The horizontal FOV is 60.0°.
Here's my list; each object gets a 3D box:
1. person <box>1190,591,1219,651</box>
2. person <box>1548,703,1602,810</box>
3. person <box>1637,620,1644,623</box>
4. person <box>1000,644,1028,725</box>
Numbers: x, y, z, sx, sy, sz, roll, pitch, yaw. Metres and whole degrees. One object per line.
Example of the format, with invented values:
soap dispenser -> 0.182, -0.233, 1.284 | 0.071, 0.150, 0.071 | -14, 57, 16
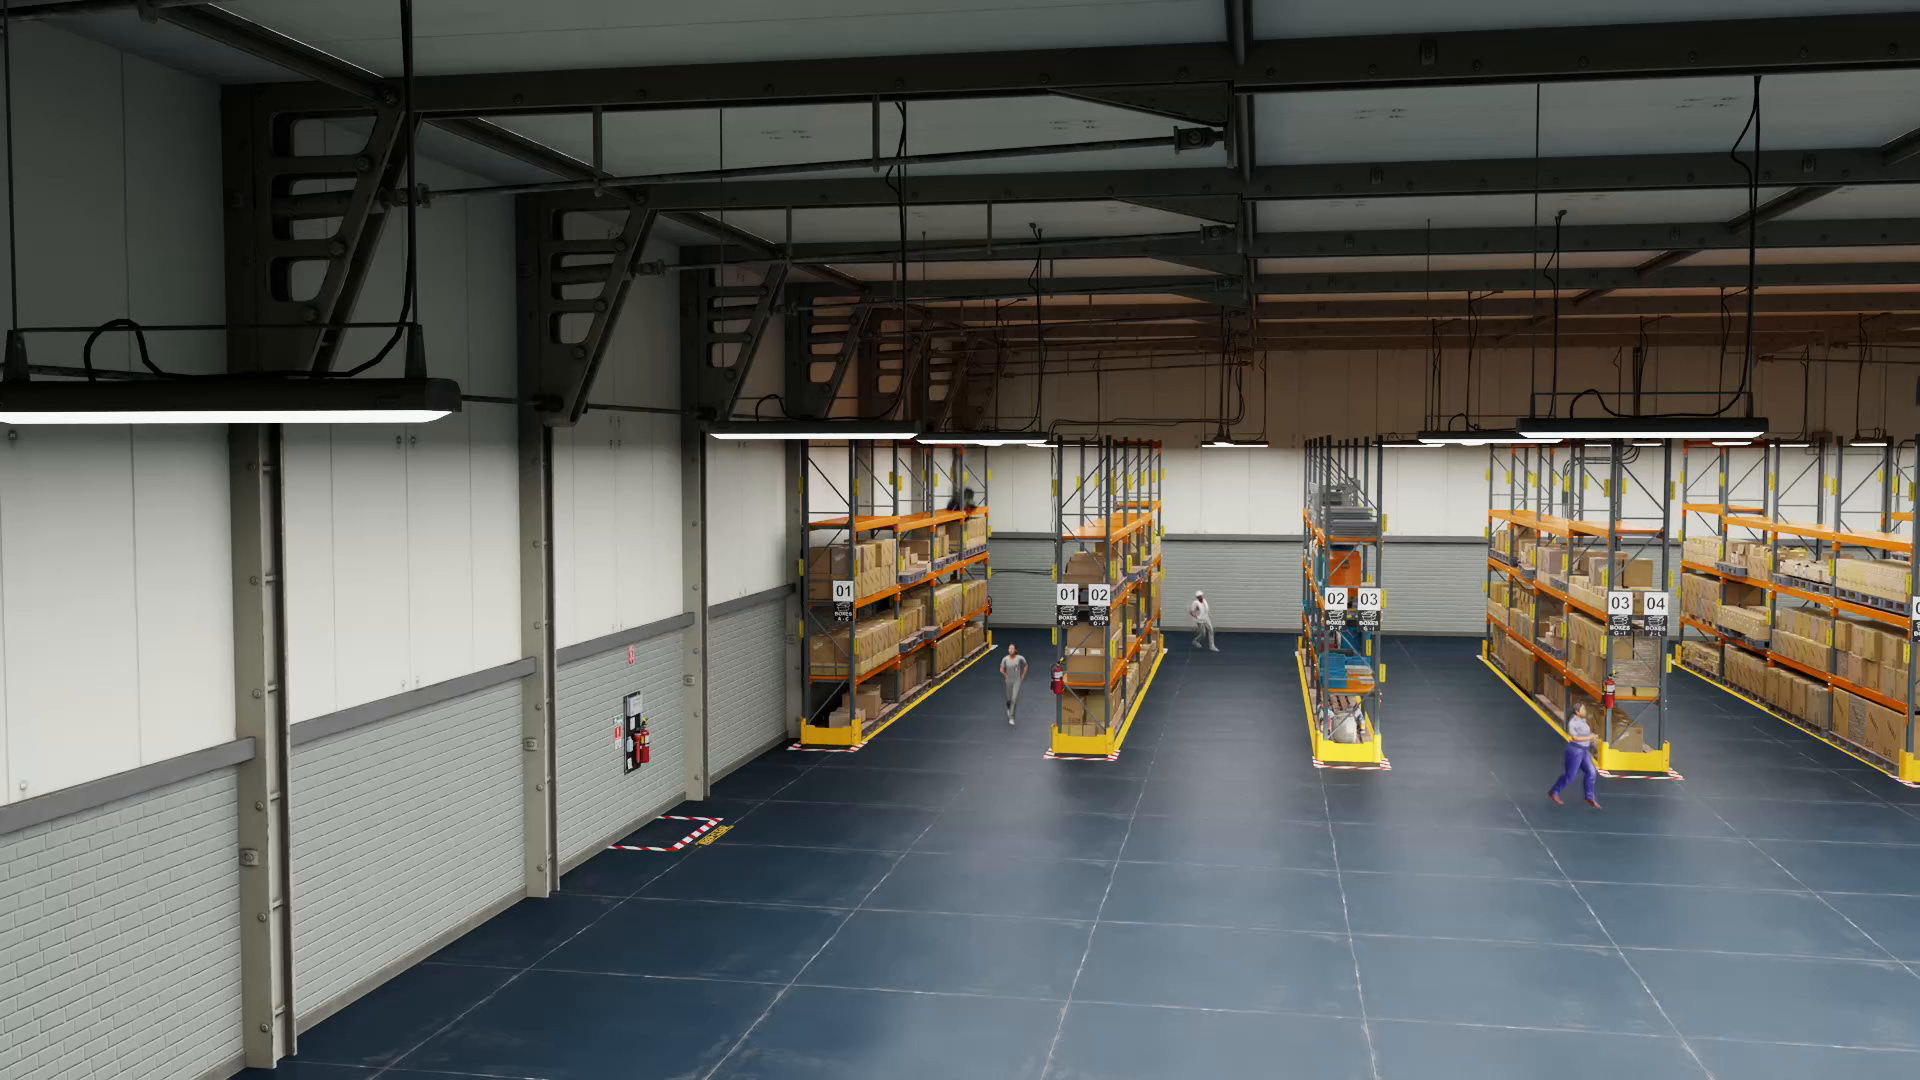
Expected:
person -> 6.859, 2.306, 47.343 | 0.740, 1.735, 0.831 | -3, 4, -41
person -> 9.857, 3.450, 26.646 | 0.809, 1.699, 0.631 | 3, 4, 40
person -> 18.505, 2.430, 45.054 | 0.700, 1.744, 0.598 | 2, 4, 30
person -> 1.134, 3.007, 35.043 | 0.577, 1.669, 0.895 | 1, 3, 10
